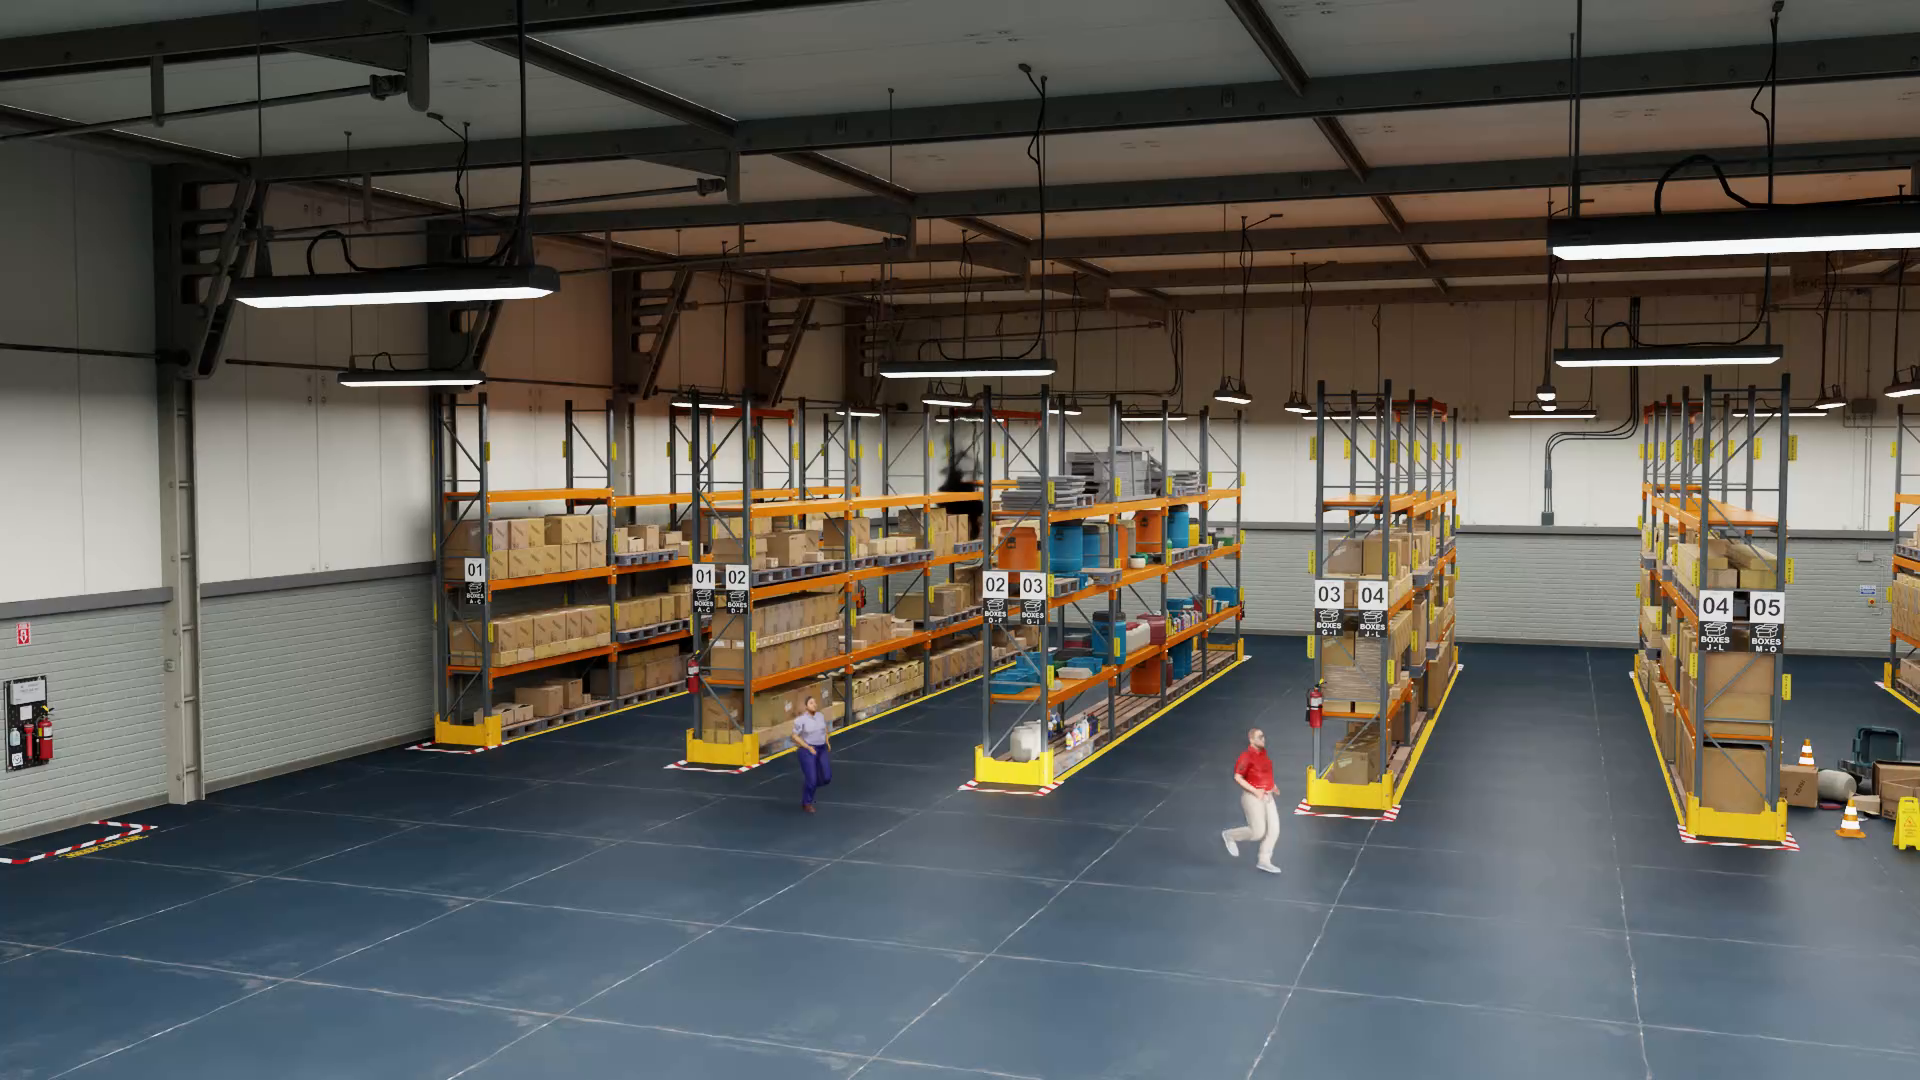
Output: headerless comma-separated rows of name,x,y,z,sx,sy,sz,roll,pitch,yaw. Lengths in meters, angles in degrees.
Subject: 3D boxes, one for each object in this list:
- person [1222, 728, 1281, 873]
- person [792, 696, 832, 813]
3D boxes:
person,3.533,3.104,19.937,0.752,1.698,0.663,3,4,44
person,-2.049,2.976,23.173,0.614,1.610,0.553,-2,4,-39
